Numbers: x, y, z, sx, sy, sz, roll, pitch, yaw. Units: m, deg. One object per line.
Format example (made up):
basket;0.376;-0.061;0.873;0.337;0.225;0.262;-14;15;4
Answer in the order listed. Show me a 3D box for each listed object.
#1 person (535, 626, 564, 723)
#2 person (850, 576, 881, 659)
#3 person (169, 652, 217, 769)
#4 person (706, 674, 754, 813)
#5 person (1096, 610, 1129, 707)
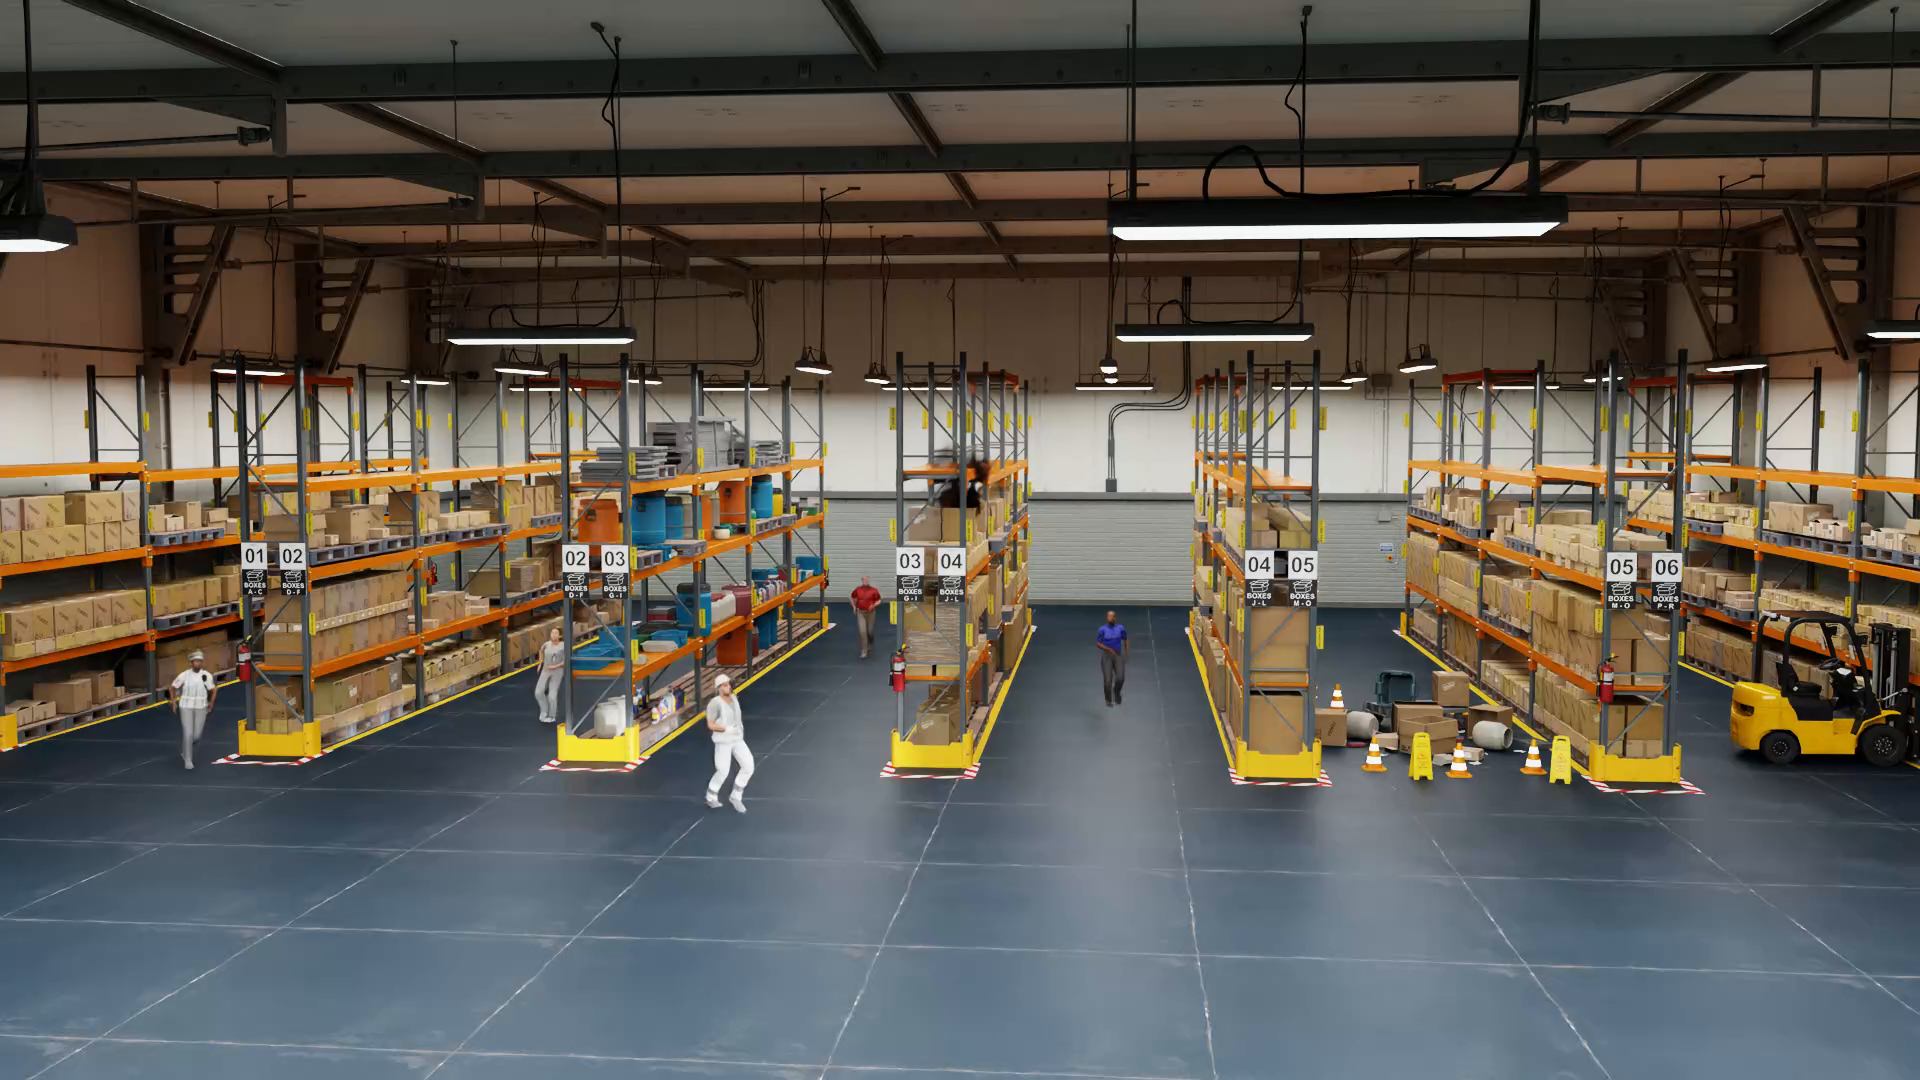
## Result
person;-6.741;2.232;27.484;0.580;1.616;0.539;0;4;6
person;-2.016;1.624;35.553;0.666;1.736;0.825;0;4;-2
person;-11.182;2.466;24.282;0.627;1.669;0.624;-3;5;-32
person;-2.971;2.609;21.332;0.724;1.785;0.654;4;5;41
person;2.551;1.978;27.498;0.583;1.604;0.543;-1;4;-7
